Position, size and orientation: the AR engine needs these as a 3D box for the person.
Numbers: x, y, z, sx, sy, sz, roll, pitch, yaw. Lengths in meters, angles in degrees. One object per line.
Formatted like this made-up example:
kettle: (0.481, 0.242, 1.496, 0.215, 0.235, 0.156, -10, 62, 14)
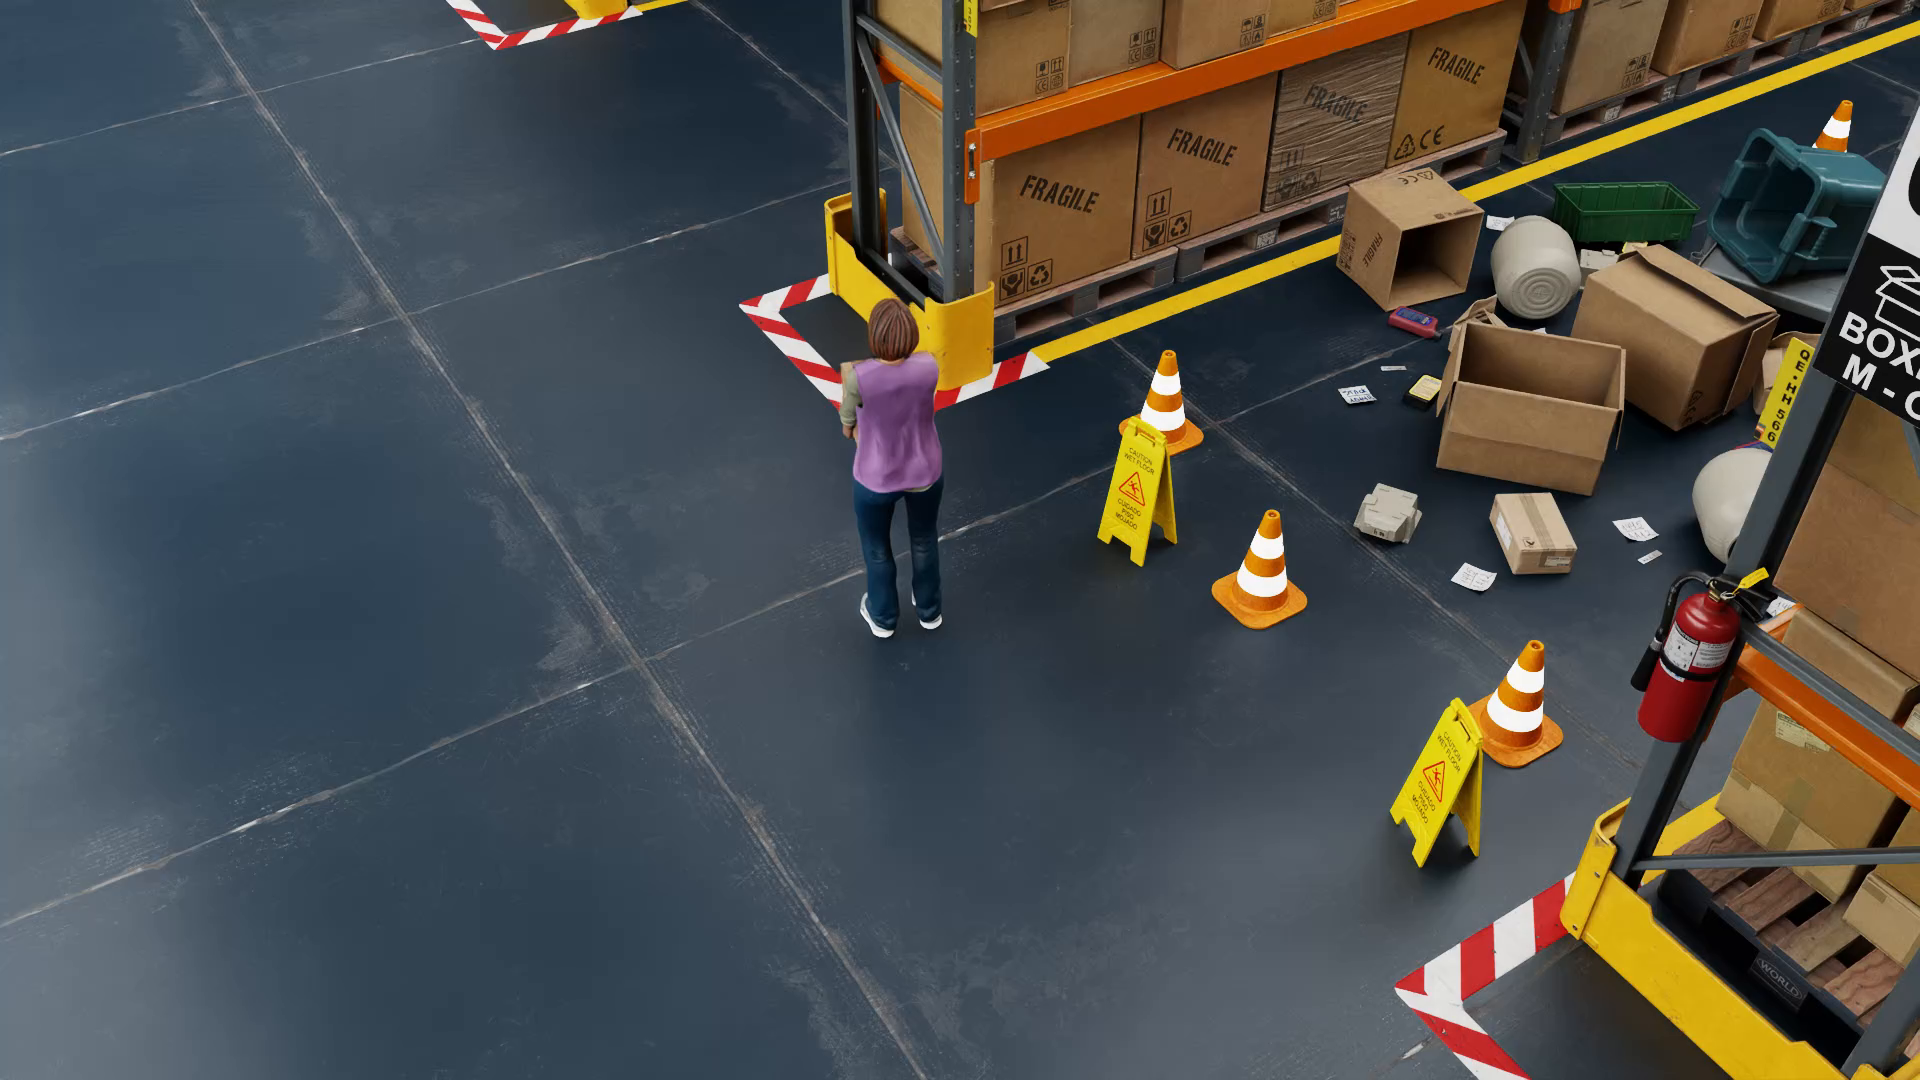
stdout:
person: (-0.271, -0.314, 6.527, 0.380, 1.599, 0.495, -11, 42, -12)
